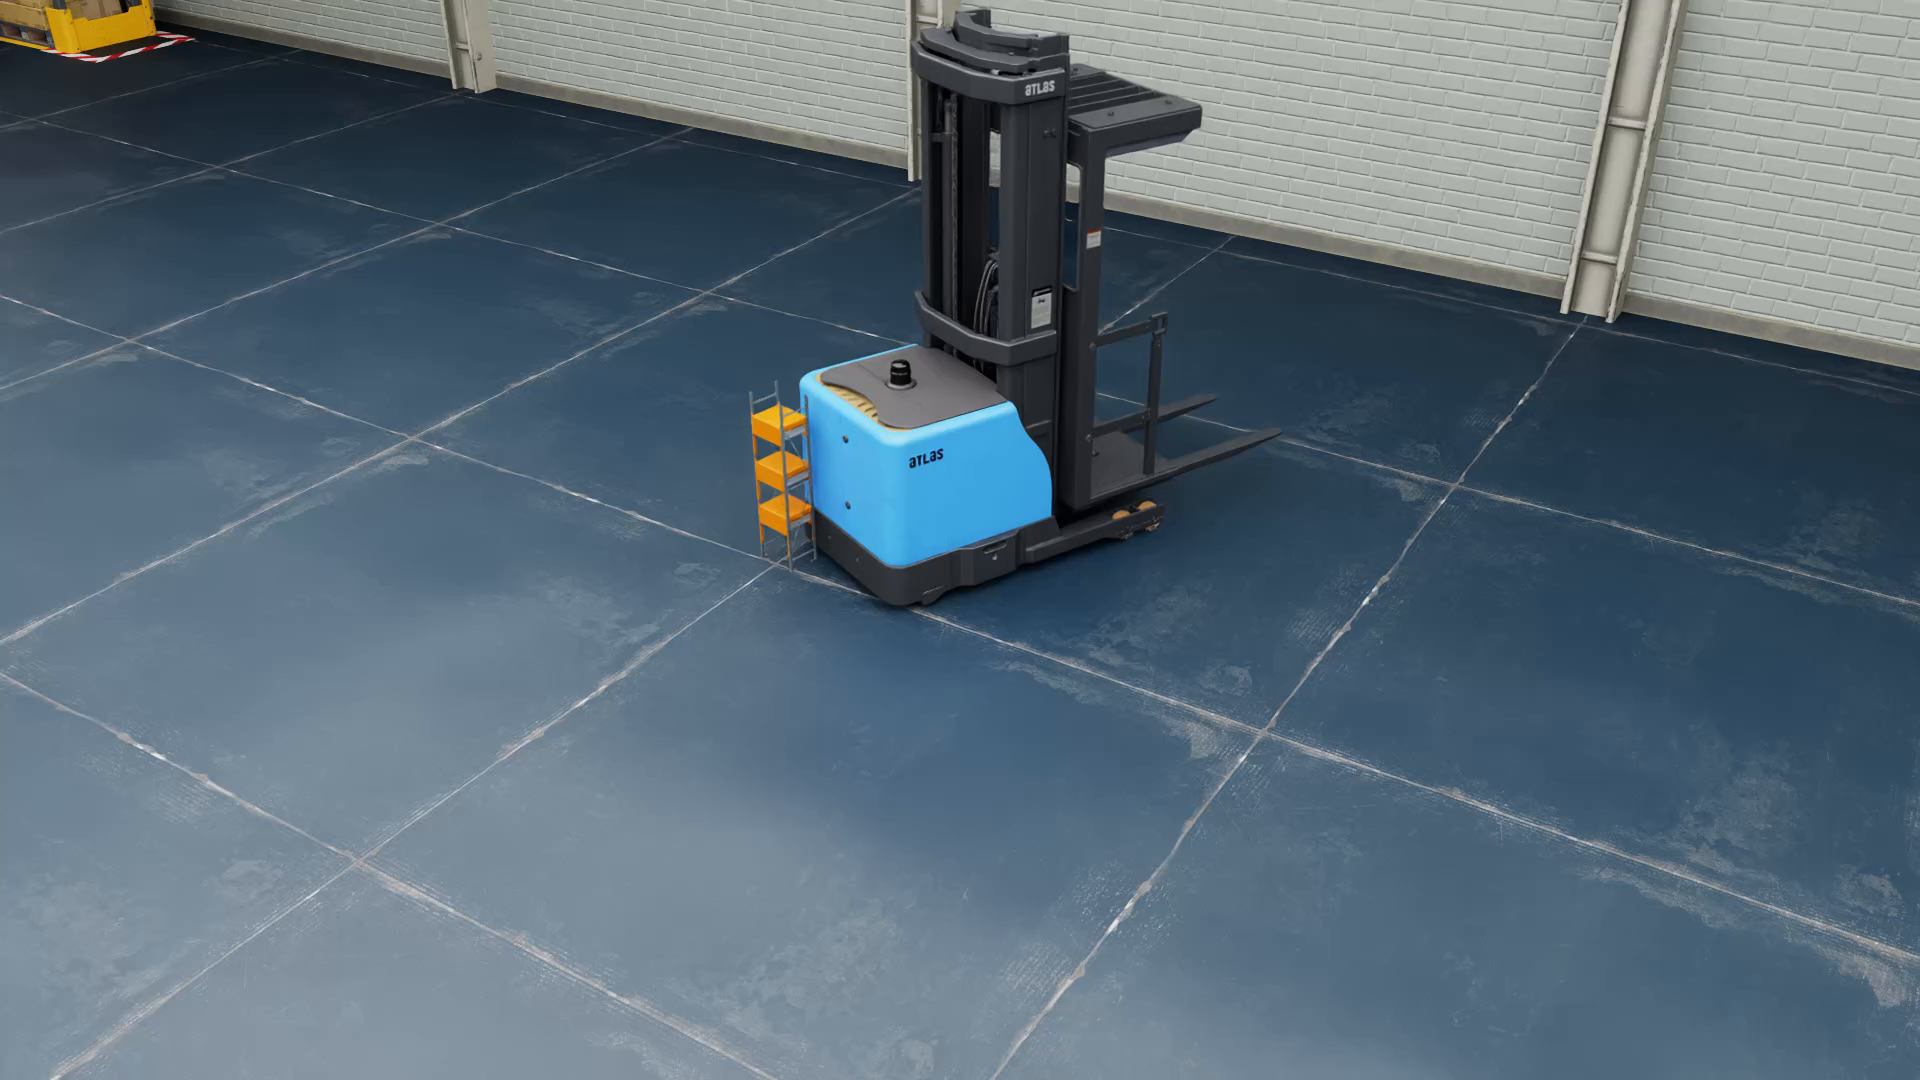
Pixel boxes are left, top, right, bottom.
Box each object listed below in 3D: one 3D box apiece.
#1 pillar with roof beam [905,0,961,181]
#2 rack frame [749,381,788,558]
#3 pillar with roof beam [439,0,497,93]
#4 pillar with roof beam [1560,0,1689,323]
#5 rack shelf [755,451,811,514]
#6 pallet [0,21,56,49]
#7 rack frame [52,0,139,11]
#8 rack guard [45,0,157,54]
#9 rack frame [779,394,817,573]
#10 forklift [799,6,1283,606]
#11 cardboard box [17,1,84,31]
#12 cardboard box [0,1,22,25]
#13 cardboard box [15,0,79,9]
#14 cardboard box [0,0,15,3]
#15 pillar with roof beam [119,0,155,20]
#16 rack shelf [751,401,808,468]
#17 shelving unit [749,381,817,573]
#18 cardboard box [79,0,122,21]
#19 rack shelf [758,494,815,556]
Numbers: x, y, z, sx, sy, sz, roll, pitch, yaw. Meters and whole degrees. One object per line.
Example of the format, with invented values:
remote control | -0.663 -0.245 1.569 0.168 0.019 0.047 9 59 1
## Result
pillar with roof beam | -2.527 -5.413 10.099 0.400 9.000 9.100 18 35 27
rack frame | -1.073 -0.388 9.372 0.008 1.050 0.200 25 39 36
pillar with roof beam | -7.609 -7.021 12.854 0.400 9.000 9.100 18 35 27
pillar with roof beam | 2.555 -3.806 7.344 0.400 9.000 9.100 18 35 27
rack shelf | -0.984 -0.337 9.305 0.240 0.259 0.215 25 39 36
pallet | -10.961 -6.285 20.314 1.213 0.211 1.003 18 35 27
rack frame | -10.291 -7.303 19.291 0.127 3.000 1.000 18 35 27
rack guard | -10.271 -6.217 19.910 0.348 0.500 1.175 18 35 27
rack frame | -0.895 -0.304 9.228 0.008 1.050 0.200 25 39 36
forklift | 0.603 -1.474 9.367 3.031 2.935 1.130 -19 35 -29
cardboard box | -10.857 -6.288 19.863 0.500 0.250 0.500 18 35 28
cardboard box | -11.273 -6.425 20.098 0.500 0.250 0.500 18 35 27
cardboard box | -10.870 -6.510 19.747 0.500 0.250 0.500 17 34 27
cardboard box | -11.289 -6.648 19.985 0.500 0.250 0.500 17 34 27
pillar with roof beam | -12.691 -8.628 15.609 0.400 9.000 9.100 18 35 27
rack shelf | -0.986 -0.581 9.161 0.240 0.259 0.215 25 39 36
shelving unit | -0.984 -0.346 9.300 0.252 1.050 0.215 25 39 36
cardboard box | -10.603 -6.512 20.247 0.500 0.250 0.500 18 35 28
rack shelf | -0.983 -0.098 9.447 0.240 0.259 0.215 25 39 36
